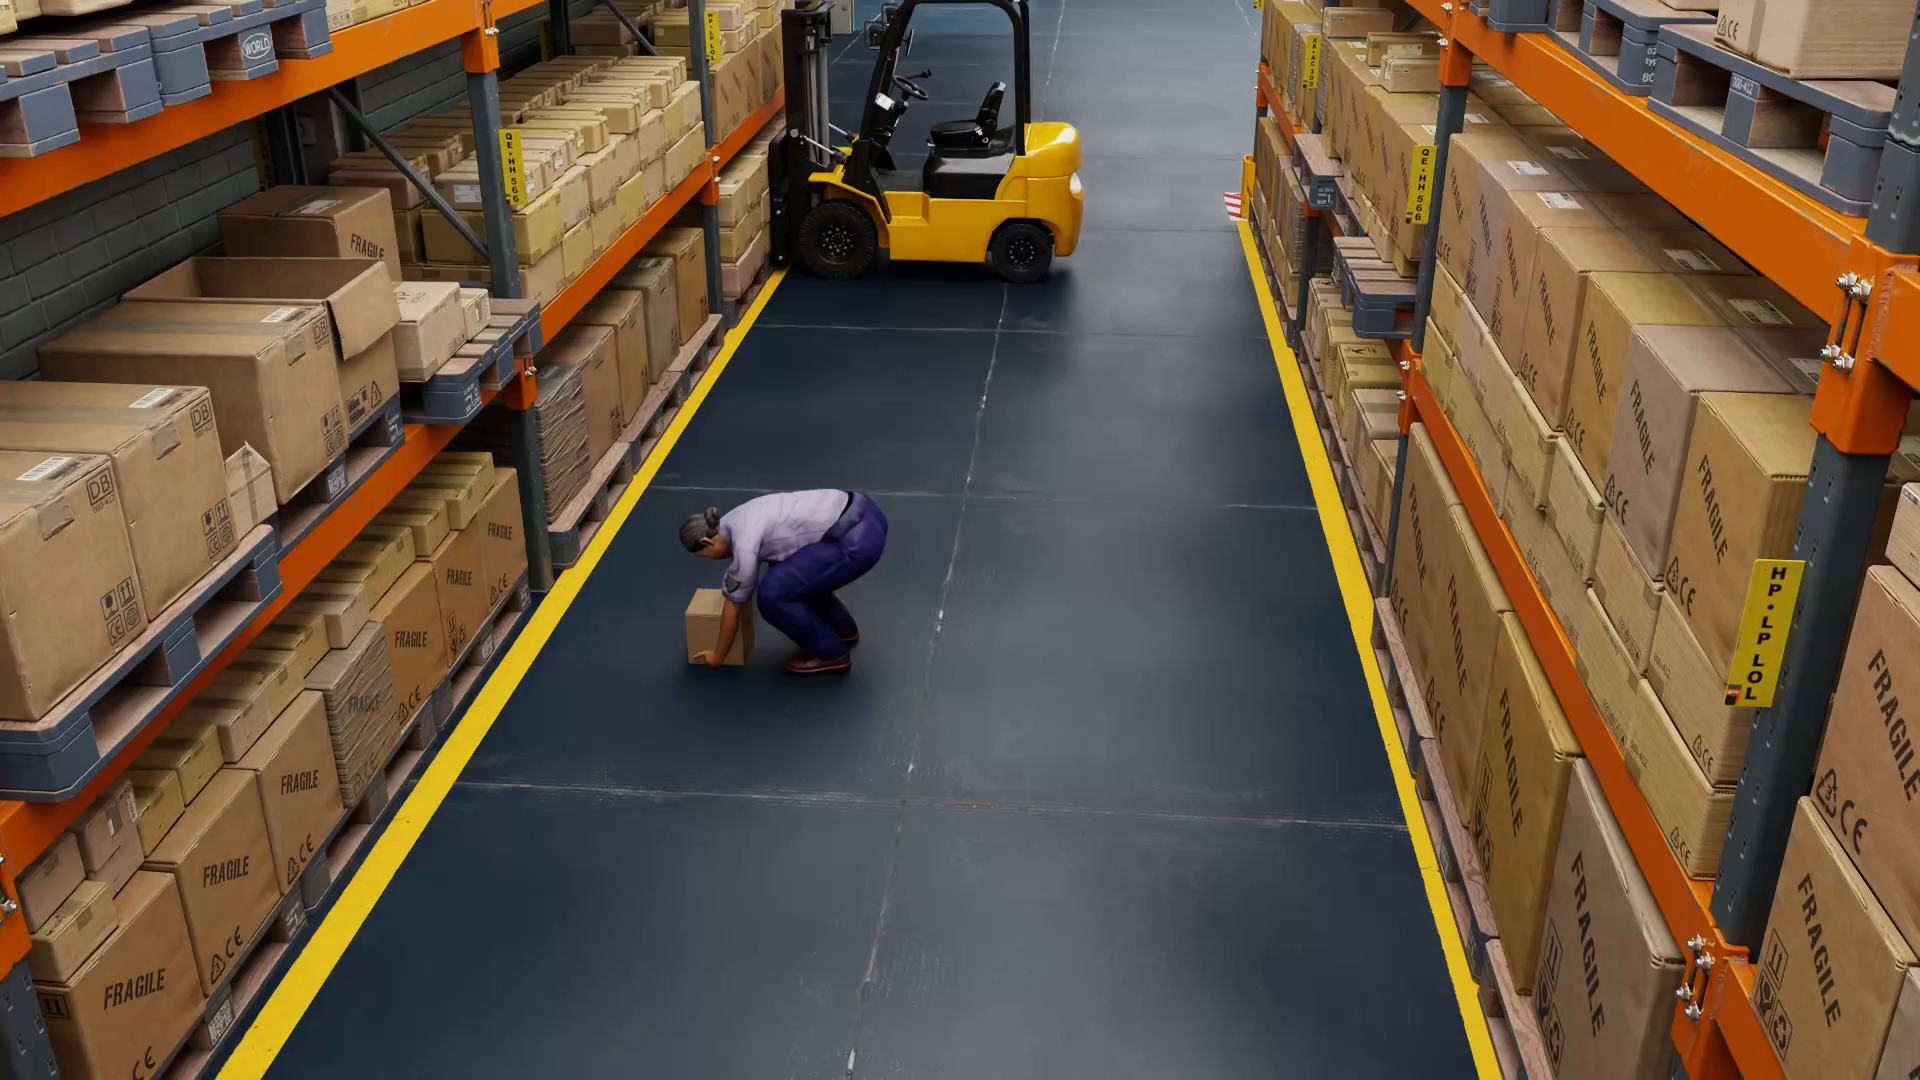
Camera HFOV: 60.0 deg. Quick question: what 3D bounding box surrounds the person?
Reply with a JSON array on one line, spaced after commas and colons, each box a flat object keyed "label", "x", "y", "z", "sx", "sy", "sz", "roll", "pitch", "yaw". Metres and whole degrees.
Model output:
[{"label": "person", "x": -0.769, "y": 0.169, "z": 7.323, "sx": 0.905, "sy": 0.784, "sz": 0.521, "roll": 1, "pitch": 25, "yaw": 2}]
